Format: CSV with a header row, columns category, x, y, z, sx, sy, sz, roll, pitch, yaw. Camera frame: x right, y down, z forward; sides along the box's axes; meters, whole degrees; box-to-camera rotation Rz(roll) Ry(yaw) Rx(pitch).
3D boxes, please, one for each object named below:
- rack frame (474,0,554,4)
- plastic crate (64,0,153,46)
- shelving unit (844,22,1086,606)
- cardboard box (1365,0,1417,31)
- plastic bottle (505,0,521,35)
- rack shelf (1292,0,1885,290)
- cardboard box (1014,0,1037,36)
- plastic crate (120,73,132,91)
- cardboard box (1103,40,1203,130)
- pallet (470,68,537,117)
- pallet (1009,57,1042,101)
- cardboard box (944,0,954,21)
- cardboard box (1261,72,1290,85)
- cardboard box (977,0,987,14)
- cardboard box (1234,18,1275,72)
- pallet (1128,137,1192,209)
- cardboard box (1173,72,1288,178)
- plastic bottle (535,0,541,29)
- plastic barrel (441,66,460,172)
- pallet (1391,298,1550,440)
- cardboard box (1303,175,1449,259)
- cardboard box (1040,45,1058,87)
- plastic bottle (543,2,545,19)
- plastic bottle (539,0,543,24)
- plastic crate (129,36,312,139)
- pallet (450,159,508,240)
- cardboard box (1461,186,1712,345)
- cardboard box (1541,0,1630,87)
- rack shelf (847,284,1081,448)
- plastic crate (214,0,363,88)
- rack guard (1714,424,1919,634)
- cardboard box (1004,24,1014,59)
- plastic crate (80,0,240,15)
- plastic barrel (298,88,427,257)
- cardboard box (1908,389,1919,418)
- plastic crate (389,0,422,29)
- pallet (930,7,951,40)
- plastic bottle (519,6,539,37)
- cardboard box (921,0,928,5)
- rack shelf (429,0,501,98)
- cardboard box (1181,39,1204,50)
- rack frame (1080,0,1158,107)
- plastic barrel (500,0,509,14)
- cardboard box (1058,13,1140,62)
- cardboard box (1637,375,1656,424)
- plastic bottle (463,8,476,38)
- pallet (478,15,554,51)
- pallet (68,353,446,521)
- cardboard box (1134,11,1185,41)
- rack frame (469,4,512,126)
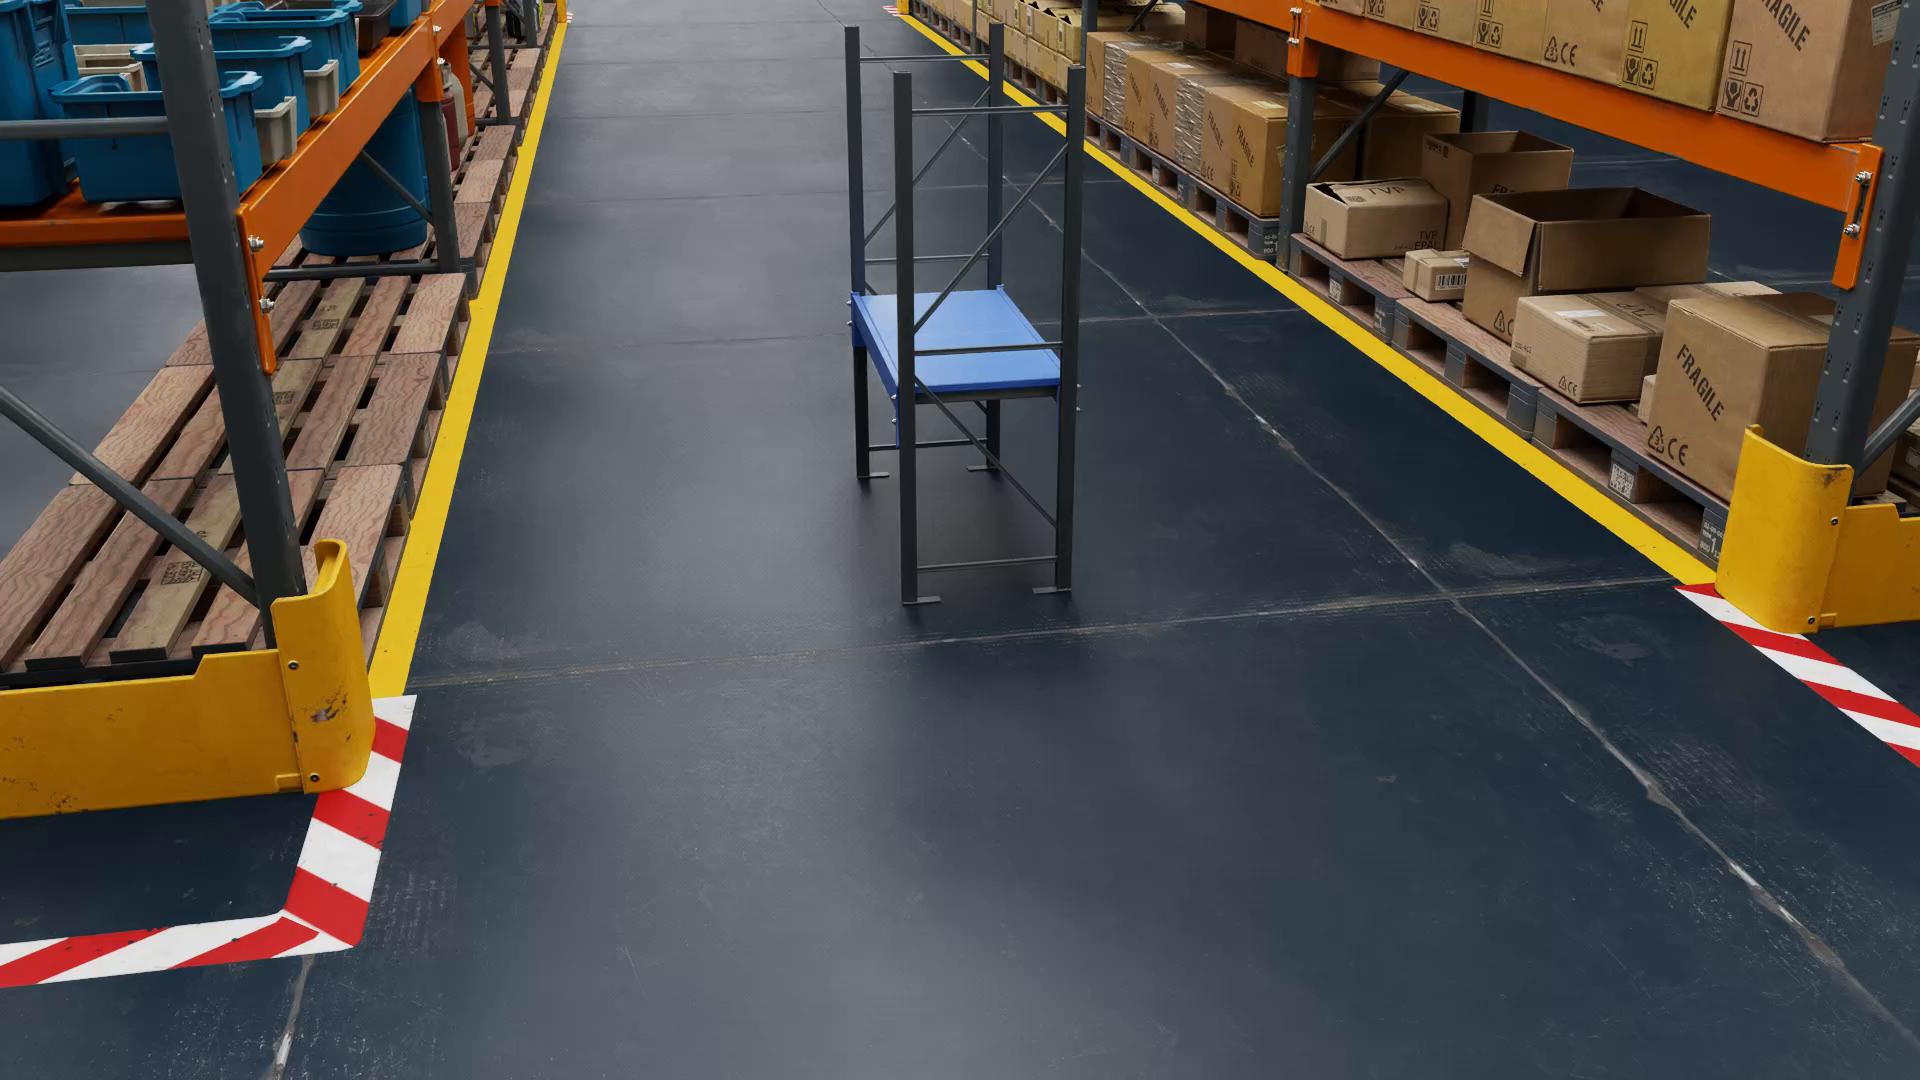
category,x,y,z,sx,sy,sz,roll,pitch,yaw
rack frame,-4.993,-7.116,17.796,1.000,3.000,0.127,-4,24,-10
plastic crate,-2.666,-1.562,5.214,0.416,0.233,0.300,-4,24,-10
shelving unit,-0.016,-0.721,5.027,0.538,1.500,1.048,-4,24,-10
cardboard box,2.019,-2.385,6.839,0.500,0.500,0.500,-4,24,-9
plastic bottle,-4.136,-4.868,15.408,0.144,0.351,0.185,-4,24,-10
rack shelf,2.464,-1.645,6.167,1.077,0.370,4.000,-4,24,-10
cardboard box,0.732,-4.312,13.585,0.500,0.311,0.500,-4,24,-8
plastic crate,-2.402,-1.152,4.394,0.396,0.136,0.243,-4,24,-10
cardboard box,1.261,-2.985,10.910,0.500,0.500,0.500,-5,24,-12
pallet,-3.841,-3.478,12.950,1.003,0.211,1.213,-4,24,-10
pallet,1.019,-3.862,13.829,1.003,0.211,1.213,-4,24,-10
cardboard box,0.125,-5.399,16.776,0.500,0.250,0.500,-4,24,-10
cardboard box,2.050,-2.432,9.643,0.500,0.500,0.500,-4,24,-9
cardboard box,0.447,-4.916,14.969,0.500,0.311,0.500,-4,24,-10
cardboard box,1.966,-2.960,9.916,0.500,0.250,0.500,-5,24,-11
pallet,1.678,-2.281,10.210,1.003,0.211,1.213,-4,24,-10
cardboard box,1.546,-2.382,9.531,0.500,0.500,0.500,-4,24,-9
plastic bottle,-4.019,-4.990,15.772,0.061,0.283,0.133,-3,24,-7
plastic barrel,-3.198,-2.421,9.535,0.600,0.588,0.708,-4,24,-10
pallet,2.450,-0.732,6.663,1.003,0.211,1.213,-4,24,-10
cardboard box,1.960,-1.549,7.860,0.500,0.311,0.500,-4,24,-10
cardboard box,0.919,-3.658,12.789,0.500,0.250,0.500,-5,24,-10
plastic bottle,-4.183,-5.338,16.569,0.061,0.283,0.133,-4,24,-8
plastic bottle,-4.143,-5.193,16.153,0.144,0.351,0.185,-3,24,-8
plastic crate,-1.878,-1.154,4.278,0.416,0.233,0.300,-4,24,-10
pallet,-3.105,-1.906,9.349,1.003,0.211,1.213,-4,24,-10
cardboard box,2.447,-1.080,6.545,0.797,0.503,0.637,-4,24,-10
cardboard box,2.298,-1.790,5.476,0.500,0.500,0.500,-4,24,-9
rack shelf,-0.016,-0.556,5.099,0.538,0.185,1.000,-4,24,-10
plastic crate,-2.055,-1.531,5.142,0.416,0.233,0.300,-4,24,-10
rack guard,2.820,-0.072,4.791,1.175,0.500,0.348,-4,24,-10
cardboard box,0.638,-4.259,14.164,0.500,0.250,0.500,-5,24,-11
plastic crate,-2.673,-1.755,5.594,0.437,0.282,0.530,-4,24,-10
plastic barrel,-2.858,-1.842,7.817,0.600,0.901,0.708,-4,24,-10
cardboard box,3.048,-0.379,5.361,0.380,0.166,0.250,-4,24,-10
plastic crate,-2.353,-2.258,6.617,0.392,0.384,0.575,-4,24,-10
pallet,0.280,-5.427,17.412,1.003,0.211,1.213,-4,24,-10
plastic bottle,-3.968,-4.779,15.298,0.152,0.276,0.135,-3,24,-8
cardboard box,-0.148,-5.990,18.128,0.500,0.250,0.500,-4,24,-10
rack shelf,-3.144,-2.853,8.934,1.077,0.370,4.000,-4,24,-10
cardboard box,1.759,-3.040,11.036,0.500,0.500,0.500,-3,24,-8
rack frame,1.355,-4.335,11.427,1.000,3.000,0.127,-4,24,-10
plastic barrel,-4.704,-5.718,17.178,0.421,0.512,0.421,0,24,0
cardboard box,1.016,-3.712,12.211,0.500,0.311,0.500,-4,24,-8
cardboard box,2.505,-0.453,5.529,0.380,0.166,0.250,-4,24,-10
plastic bottle,-4.514,-4.773,15.191,0.144,0.351,0.185,-4,24,-10
pallet,-4.566,-5.013,16.464,1.003,0.211,1.213,-4,24,-10
pallet,-2.371,-0.351,5.790,1.003,0.211,1.213,-4,24,-10
cardboard box,1.547,-3.752,12.302,0.500,0.311,0.500,-4,24,-8
rack frame,-3.514,-3.969,10.591,1.000,3.000,0.127,-4,24,-10
